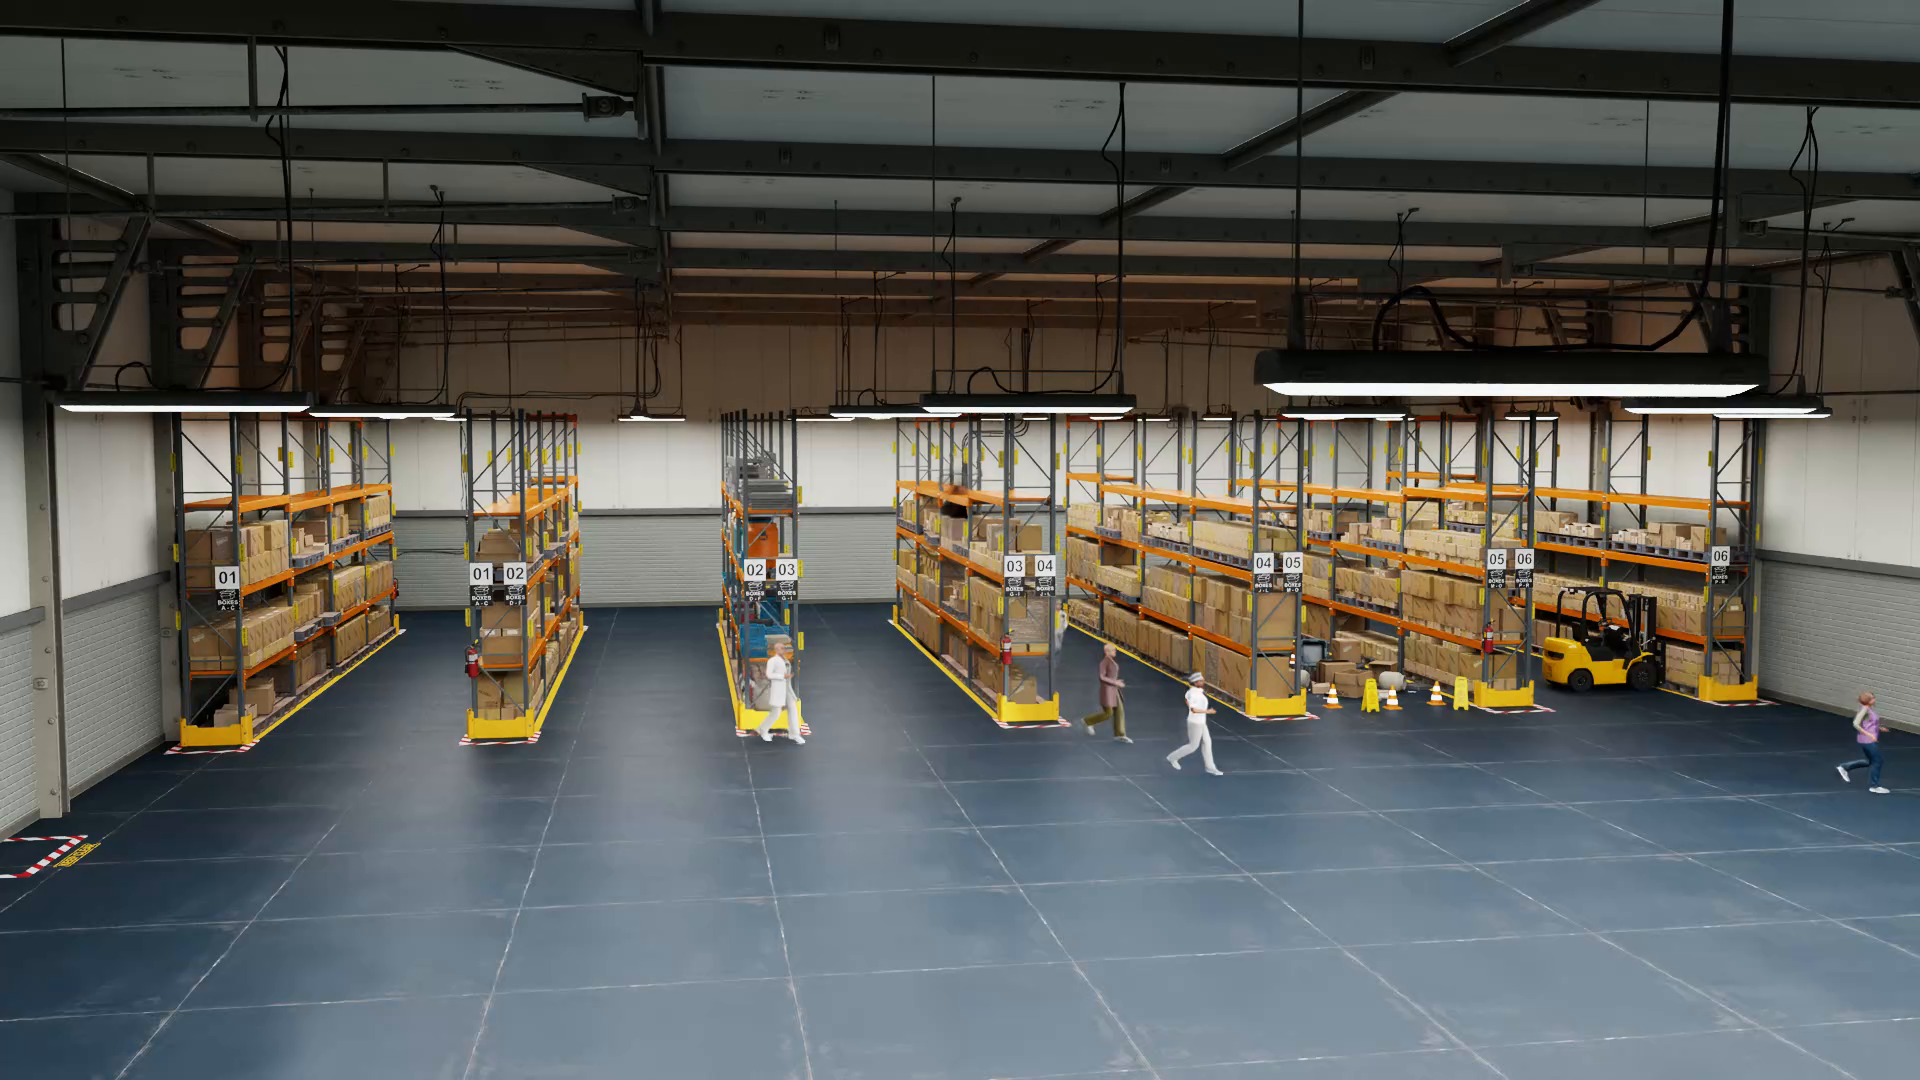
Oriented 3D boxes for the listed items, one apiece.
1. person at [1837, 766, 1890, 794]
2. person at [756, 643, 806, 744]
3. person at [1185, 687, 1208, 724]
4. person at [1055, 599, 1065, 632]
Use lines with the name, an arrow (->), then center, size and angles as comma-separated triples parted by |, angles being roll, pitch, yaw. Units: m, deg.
person -> 14.104, 3.734, 25.954 | 0.734, 0.355, 0.185 | 3, 5, 36
person -> -3.216, 2.841, 29.776 | 0.944, 1.607, 0.713 | 2, 5, 29
person -> 3.834, 2.671, 27.015 | 0.402, 0.583, 0.543 | 1, 4, 16
person -> 2.282, 1.762, 38.857 | 0.361, 0.801, 0.294 | -2, 4, -23
